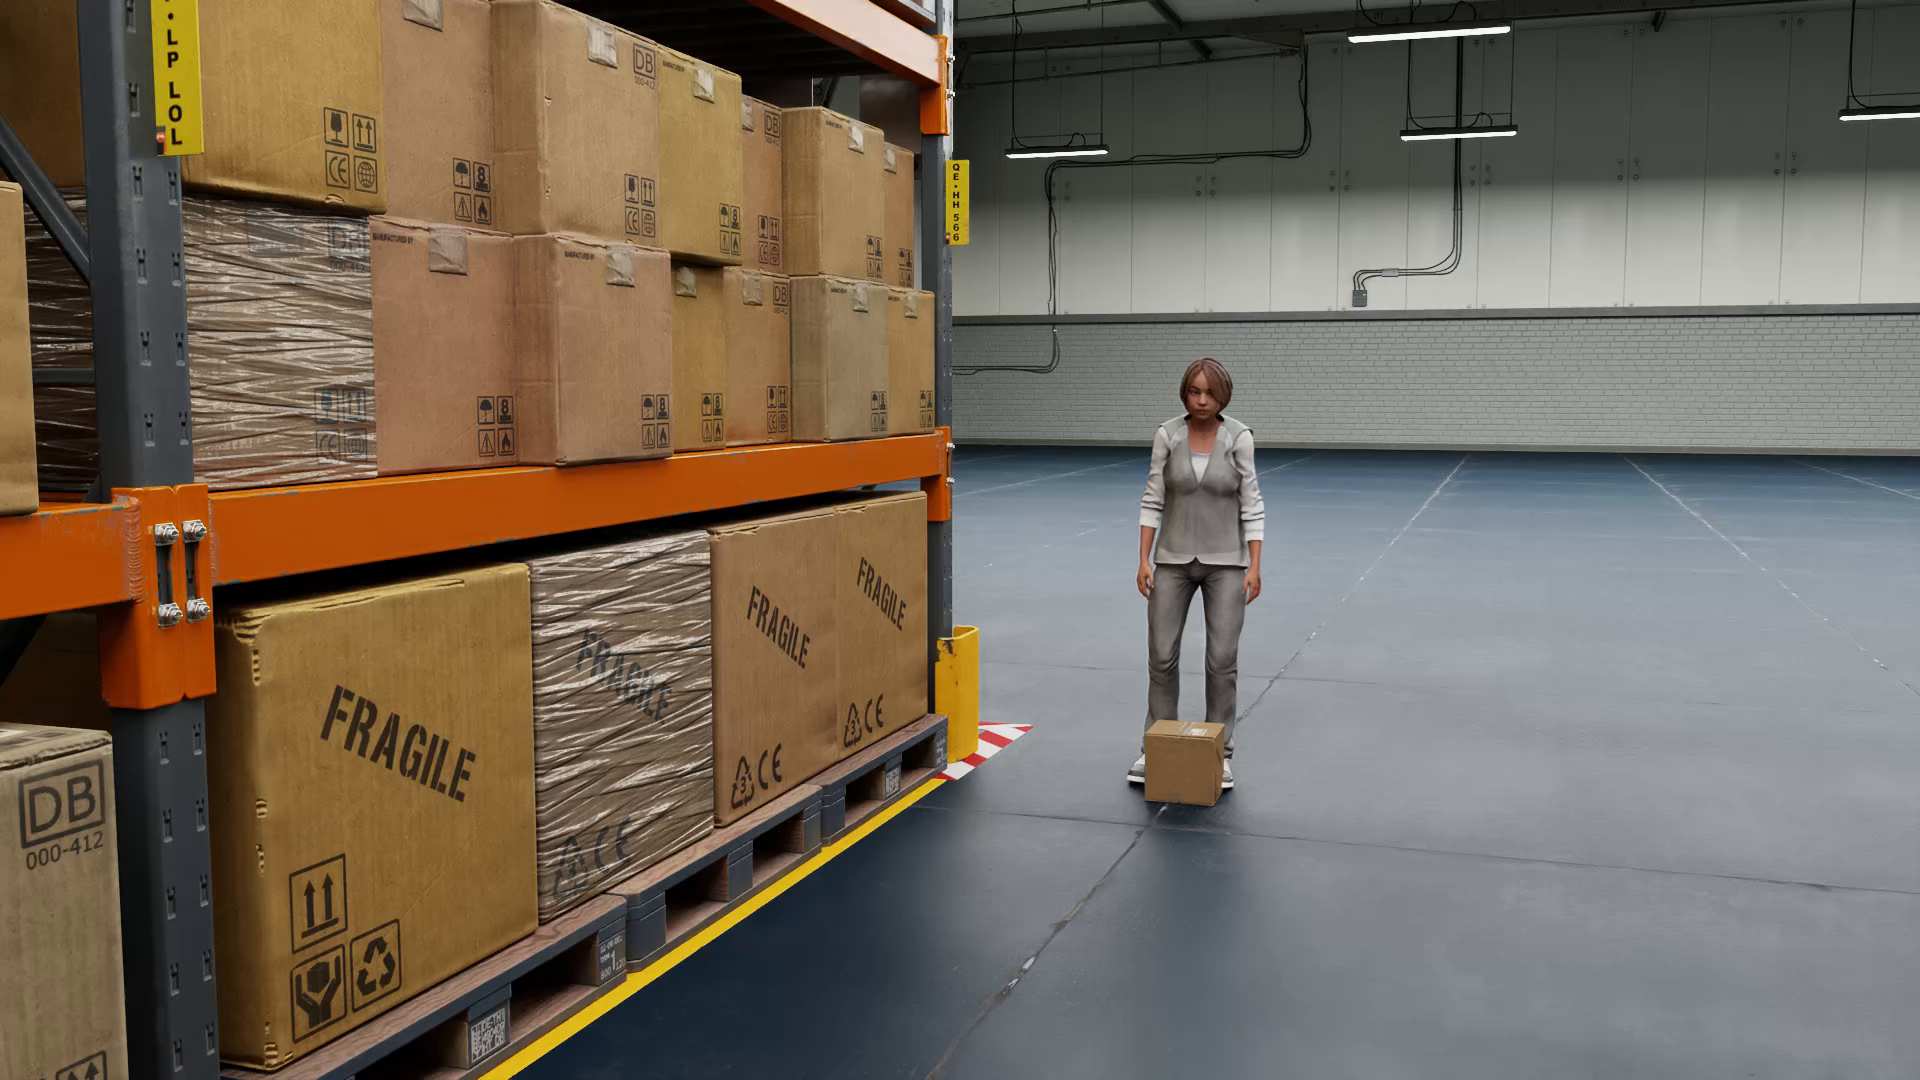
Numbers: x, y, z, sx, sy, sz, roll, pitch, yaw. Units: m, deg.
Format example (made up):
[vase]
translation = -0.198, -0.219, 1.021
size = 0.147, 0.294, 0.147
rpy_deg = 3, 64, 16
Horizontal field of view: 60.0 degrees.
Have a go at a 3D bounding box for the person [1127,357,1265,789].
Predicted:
[person]
translation = 0.889, 0.118, 6.211
size = 0.485, 1.593, 0.344
rpy_deg = 1, 6, 15
